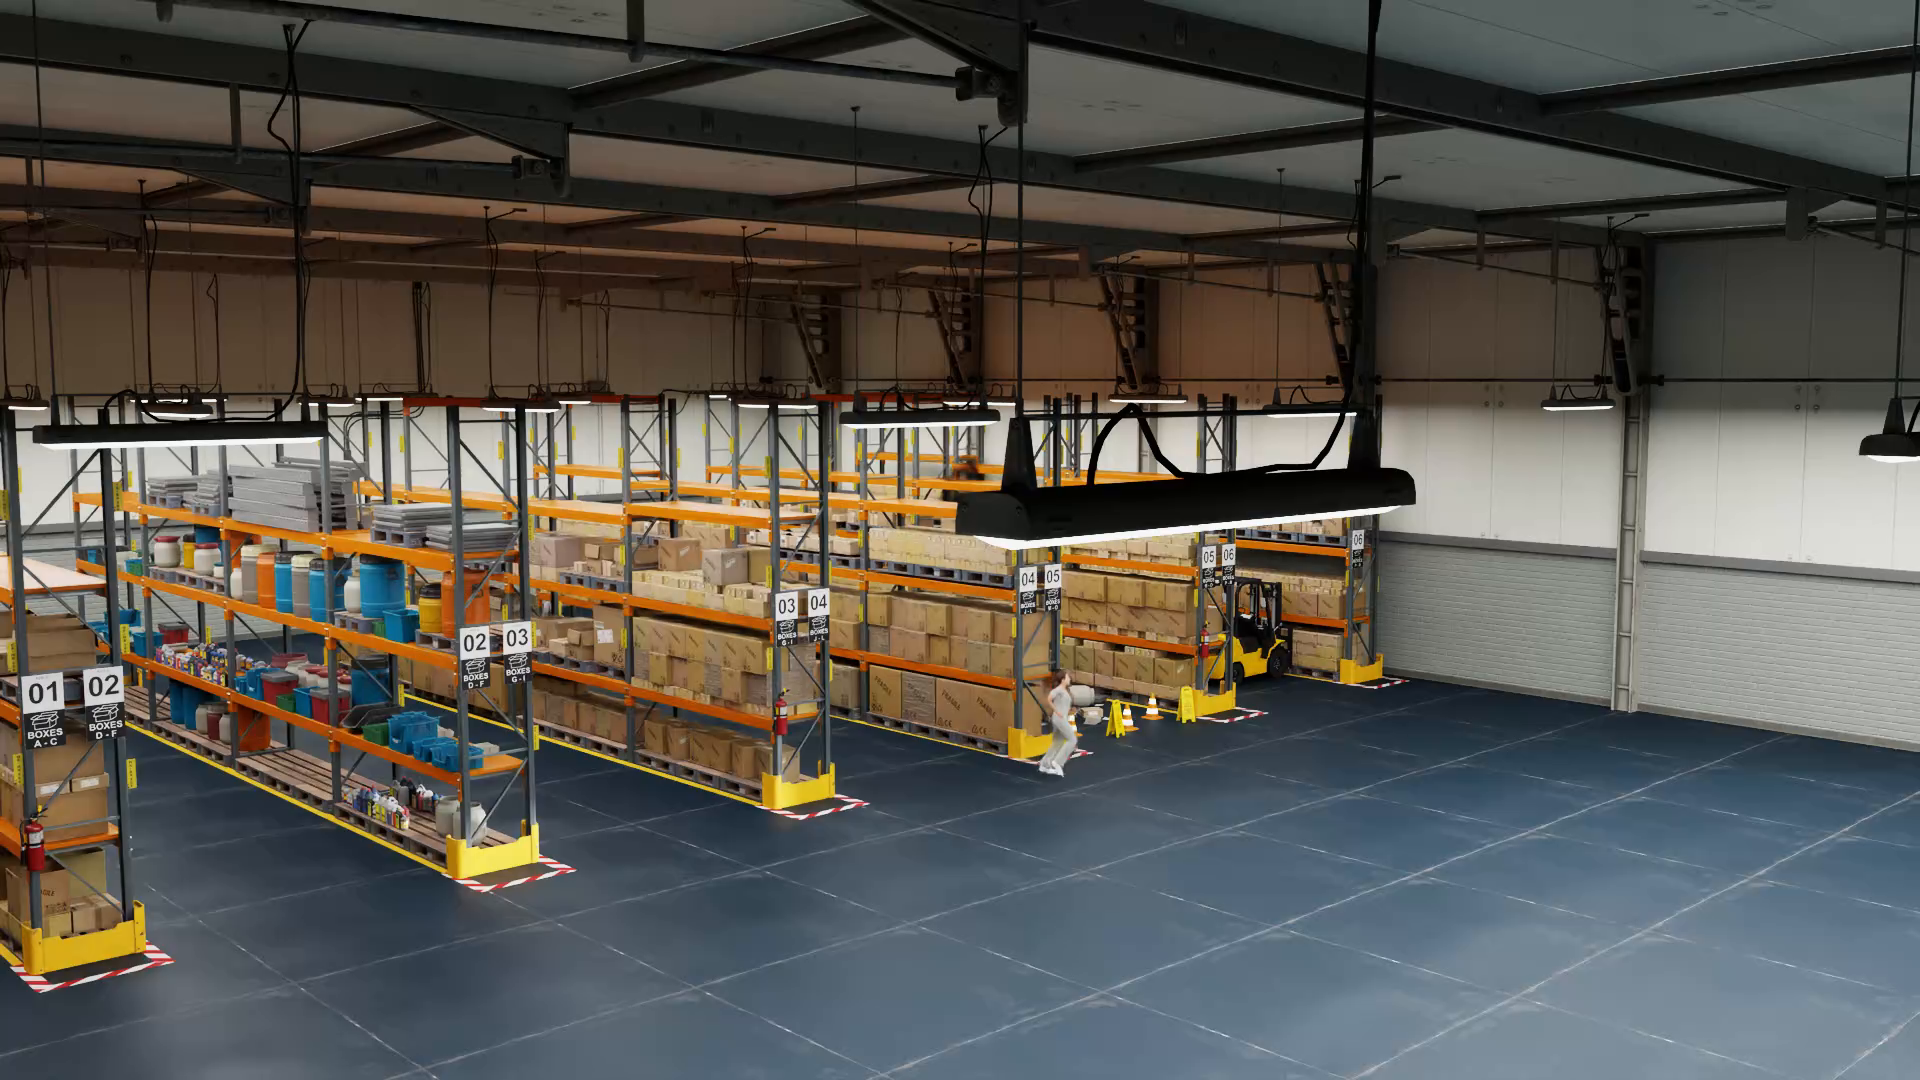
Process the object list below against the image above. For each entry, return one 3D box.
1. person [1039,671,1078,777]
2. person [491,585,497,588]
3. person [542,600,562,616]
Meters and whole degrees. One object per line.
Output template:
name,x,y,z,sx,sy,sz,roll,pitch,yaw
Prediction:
person,1.584,2.935,26.744,0.631,1.655,0.609,0,6,4
person,-10.905,1.839,38.389,0.672,1.576,0.497,0,6,0
person,-10.159,1.472,41.123,0.953,1.730,0.724,0,6,3
